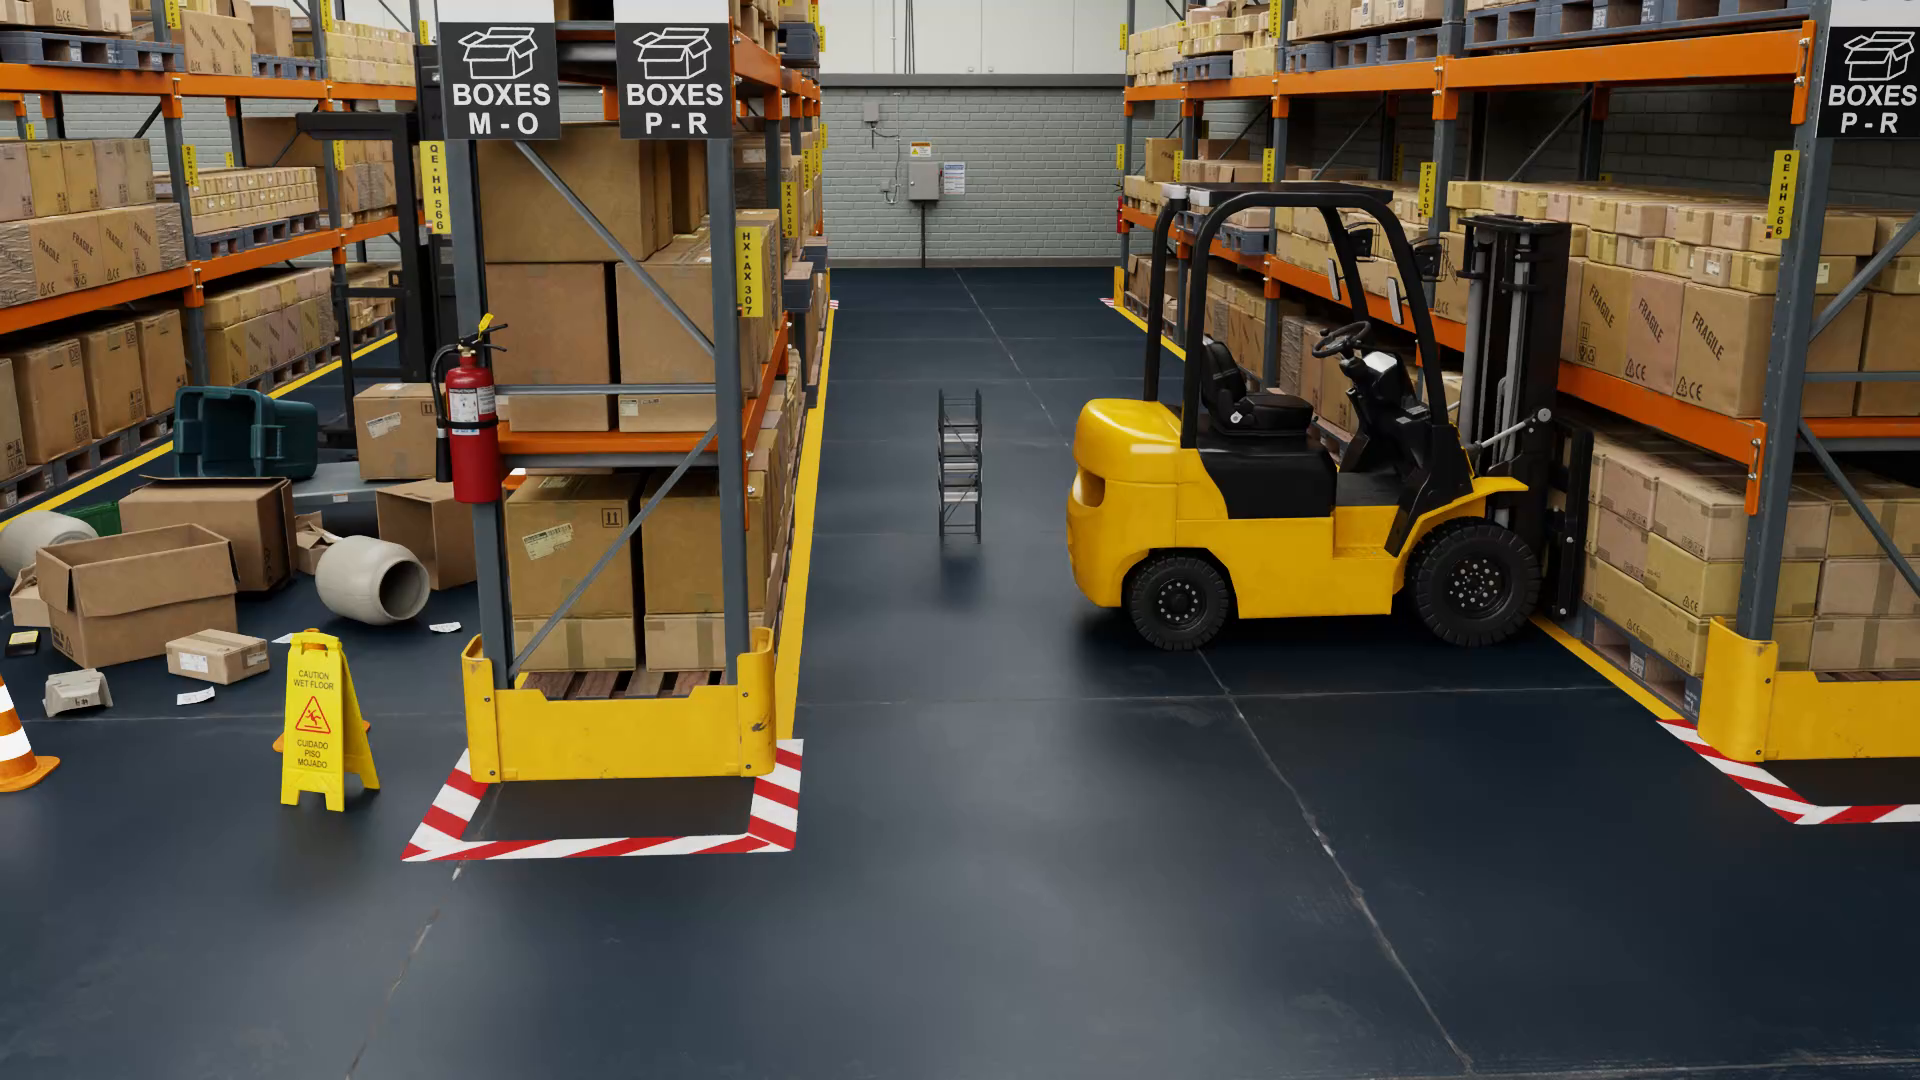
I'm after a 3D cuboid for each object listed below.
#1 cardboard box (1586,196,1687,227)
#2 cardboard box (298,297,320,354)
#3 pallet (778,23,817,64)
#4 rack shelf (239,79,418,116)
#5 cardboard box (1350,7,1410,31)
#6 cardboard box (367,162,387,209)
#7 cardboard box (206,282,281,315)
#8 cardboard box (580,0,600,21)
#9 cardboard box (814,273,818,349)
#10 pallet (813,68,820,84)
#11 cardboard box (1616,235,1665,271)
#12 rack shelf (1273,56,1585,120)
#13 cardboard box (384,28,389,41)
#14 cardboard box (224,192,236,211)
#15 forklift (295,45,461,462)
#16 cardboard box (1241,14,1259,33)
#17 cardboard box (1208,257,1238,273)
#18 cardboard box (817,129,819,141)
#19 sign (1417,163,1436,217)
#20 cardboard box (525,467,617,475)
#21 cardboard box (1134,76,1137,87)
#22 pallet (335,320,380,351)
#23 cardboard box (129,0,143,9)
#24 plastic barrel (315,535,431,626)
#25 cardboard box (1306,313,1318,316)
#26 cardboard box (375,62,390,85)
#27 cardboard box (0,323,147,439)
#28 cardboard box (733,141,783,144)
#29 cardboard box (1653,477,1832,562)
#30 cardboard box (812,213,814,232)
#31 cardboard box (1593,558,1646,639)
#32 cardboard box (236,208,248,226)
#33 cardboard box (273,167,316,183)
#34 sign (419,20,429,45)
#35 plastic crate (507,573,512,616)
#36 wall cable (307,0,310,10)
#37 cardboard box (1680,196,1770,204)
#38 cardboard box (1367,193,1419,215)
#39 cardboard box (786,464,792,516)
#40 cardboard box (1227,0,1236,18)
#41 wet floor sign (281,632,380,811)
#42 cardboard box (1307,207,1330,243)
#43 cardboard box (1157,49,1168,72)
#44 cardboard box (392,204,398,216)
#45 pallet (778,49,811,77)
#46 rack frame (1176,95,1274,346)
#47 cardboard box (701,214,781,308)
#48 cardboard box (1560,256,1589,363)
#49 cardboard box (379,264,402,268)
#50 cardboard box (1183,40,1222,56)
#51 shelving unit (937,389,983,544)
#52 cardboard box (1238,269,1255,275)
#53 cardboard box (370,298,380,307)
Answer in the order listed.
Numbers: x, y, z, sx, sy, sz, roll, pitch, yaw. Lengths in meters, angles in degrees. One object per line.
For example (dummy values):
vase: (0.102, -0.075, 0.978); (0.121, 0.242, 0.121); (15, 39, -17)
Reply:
cardboard box: (3.305, -1.602, 8.134); (0.380, 0.149, 0.250); (-1, 14, -3)
cardboard box: (-6.664, -2.119, 16.414); (0.500, 0.500, 0.500); (-1, 14, -5)
pallet: (-1.495, -3.062, 10.266); (1.213, 0.211, 1.003); (-1, 14, -3)
rack shelf: (-7.117, -5.035, 19.000); (1.077, 0.370, 4.000); (-1, 14, -3)
cardboard box: (2.972, -3.666, 11.697); (0.380, 0.149, 0.250); (-1, 14, -4)
cardboard box: (-6.805, -4.002, 18.762); (0.500, 0.500, 0.500); (-1, 14, -5)
cardboard box: (-6.595, -2.219, 15.301); (0.500, 0.250, 0.500); (-1, 14, -3)
cardboard box: (-1.647, -2.094, 6.630); (0.380, 0.149, 0.250); (0, 14, -2)
cardboard box: (-1.877, -2.332, 16.491); (0.875, 0.875, 0.875); (0, 14, -2)
pallet: (-2.250, -5.755, 20.533); (1.003, 0.211, 1.213); (-1, 14, -3)
cardboard box: (3.270, -1.329, 7.668); (0.380, 0.149, 0.250); (-1, 14, -5)
rack shelf: (3.267, -3.225, 11.964); (1.077, 0.370, 4.000); (-1, 14, -3)
cardboard box: (-6.913, -5.911, 19.457); (0.380, 0.149, 0.250); (-1, 14, -5)
cardboard box: (-6.629, -2.984, 14.670); (0.380, 0.149, 0.250); (-1, 14, -3)
forklift: (-3.948, -1.973, 11.812); (3.031, 2.935, 1.130); (1, 14, 4)
cardboard box: (2.764, -4.676, 15.064); (0.380, 0.149, 0.250); (-1, 14, -5)
cardboard box: (2.716, -2.906, 17.578); (0.380, 0.149, 0.250); (-2, 15, -6)
cardboard box: (-1.950, -4.694, 20.042); (0.500, 0.500, 0.500); (-1, 14, -4)
sign: (2.850, -2.135, 10.138); (0.100, 0.325, 0.005); (-1, 14, -3)
cardboard box: (-1.715, -0.385, 7.372); (0.380, 0.149, 0.250); (0, 14, -2)
cardboard box: (2.435, -5.856, 21.249); (0.380, 0.149, 0.250); (-1, 14, -2)
pallet: (-7.070, -2.250, 18.346); (1.003, 0.211, 1.213); (-1, 14, -3)
cardboard box: (-7.076, -4.534, 13.873); (0.396, 0.266, 0.258); (-1, 14, -3)
plastic barrel: (-2.954, 0.207, 8.373); (0.512, 0.421, 0.421); (10, 18, 35)
cardboard box: (3.386, -1.842, 15.340); (0.500, 0.500, 0.500); (-1, 14, -3)
cardboard box: (-6.840, -5.317, 18.953); (0.500, 0.250, 0.500); (0, 14, -1)
cardboard box: (-6.739, -1.182, 12.274); (1.050, 0.750, 0.750); (-1, 14, -3)
cardboard box: (-1.409, -2.646, 11.350); (0.380, 0.149, 0.250); (0, 14, 0)
cardboard box: (3.299, -0.094, 7.040); (0.500, 0.250, 0.500); (0, 14, -2)
cardboard box: (-1.779, -3.355, 17.346); (0.500, 0.250, 0.500); (-1, 14, -5)
cardboard box: (3.273, 0.264, 7.655); (0.500, 0.250, 0.500); (-1, 14, -3)
cardboard box: (-6.642, -2.902, 14.946); (0.380, 0.149, 0.250); (0, 14, -2)
cardboard box: (-6.773, -3.706, 16.880); (0.380, 0.149, 0.250); (0, 14, -1)
sign: (-6.685, -6.313, 20.747); (0.100, 0.325, 0.005); (-1, 14, -3)
plastic crate: (-2.284, 0.272, 8.810); (0.402, 0.080, 0.583); (-6, 16, -23)
wall cable: (-9.108, -10.300, 25.542); (2.277, 5.999, 0.120); (-1, 14, -3)
cardboard box: (3.764, -1.607, 8.152); (0.380, 0.149, 0.250); (-1, 14, -3)
cardboard box: (3.049, -2.322, 11.529); (0.380, 0.149, 0.250); (-1, 14, -5)
cardboard box: (-1.258, -0.274, 9.748); (0.500, 0.250, 0.500); (0, 14, -1)
cardboard box: (2.983, -5.465, 17.260); (0.396, 0.266, 0.258); (-1, 14, -4)
wet floor sign: (-2.371, 0.653, 6.192); (0.267, 0.644, 0.232); (4, 15, 16)
cardboard box: (2.971, -2.418, 12.703); (0.500, 0.250, 0.500); (-1, 14, -5)
cardboard box: (2.553, -5.510, 19.104); (0.500, 0.250, 0.500); (-1, 14, -2)
cardboard box: (-6.904, -3.976, 19.965); (0.380, 0.149, 0.250); (-2, 15, -6)
pallet: (-1.904, -4.061, 14.148); (1.213, 0.211, 1.003); (0, 14, -1)
rack frame: (2.895, -3.613, 18.047); (1.000, 3.000, 0.127); (-1, 14, -3)
cardboard box: (-1.248, -1.503, 9.052); (0.500, 0.500, 0.500); (0, 14, -2)
cardboard box: (3.249, -1.176, 8.378); (0.500, 0.500, 0.500); (-1, 14, -3)
cardboard box: (-6.997, -3.348, 20.703); (0.380, 0.149, 0.250); (-1, 14, -2)
cardboard box: (2.498, -5.050, 17.075); (0.380, 0.149, 0.250); (-1, 14, -3)
shelving unit: (0.000, -0.438, 9.922); (0.258, 0.900, 0.210); (-1, 14, -3)
cardboard box: (3.206, -2.832, 17.887); (0.380, 0.149, 0.250); (-1, 15, -6)
cardboard box: (-6.860, -2.753, 18.987); (0.380, 0.149, 0.250); (0, 14, -1)
